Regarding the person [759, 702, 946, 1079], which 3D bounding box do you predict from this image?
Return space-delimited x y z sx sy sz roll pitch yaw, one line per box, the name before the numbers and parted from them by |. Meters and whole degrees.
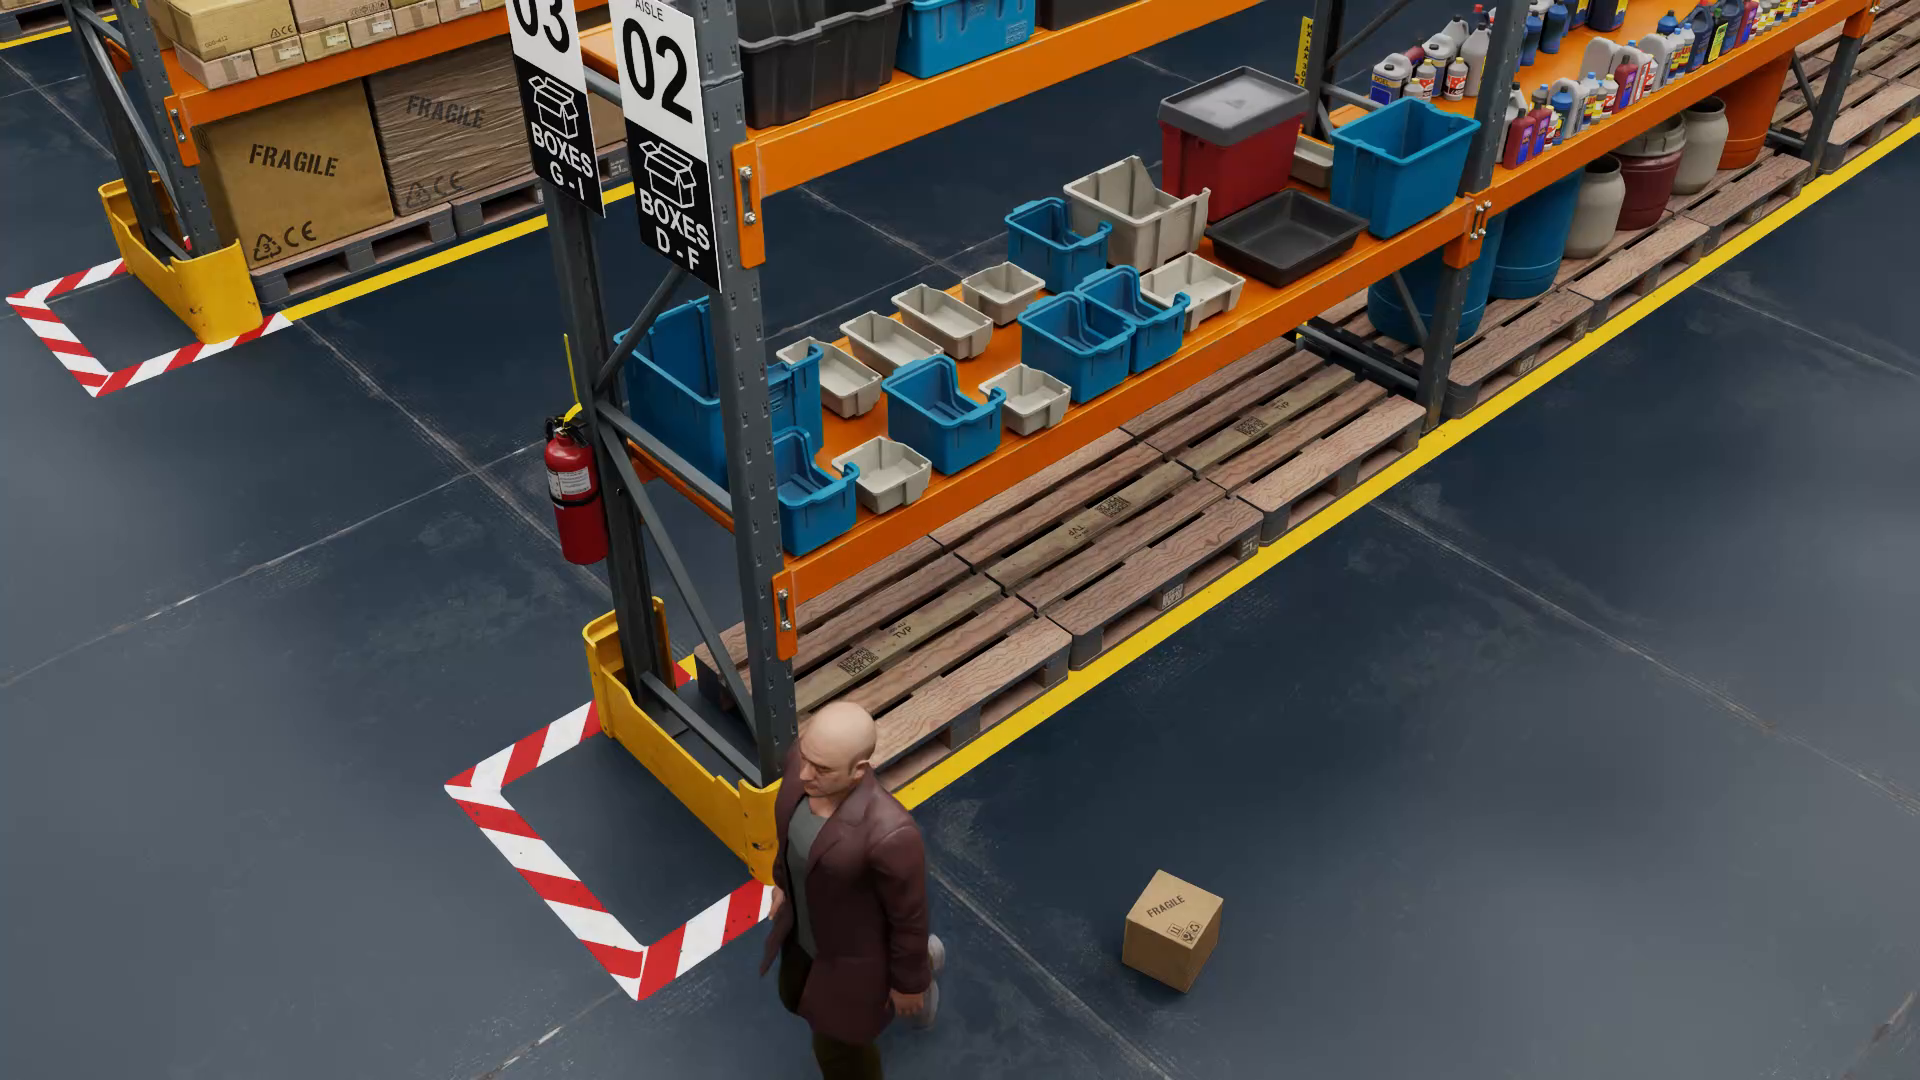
person | -0.288 1.103 4.824 0.715 1.762 0.621 -25 45 -27
